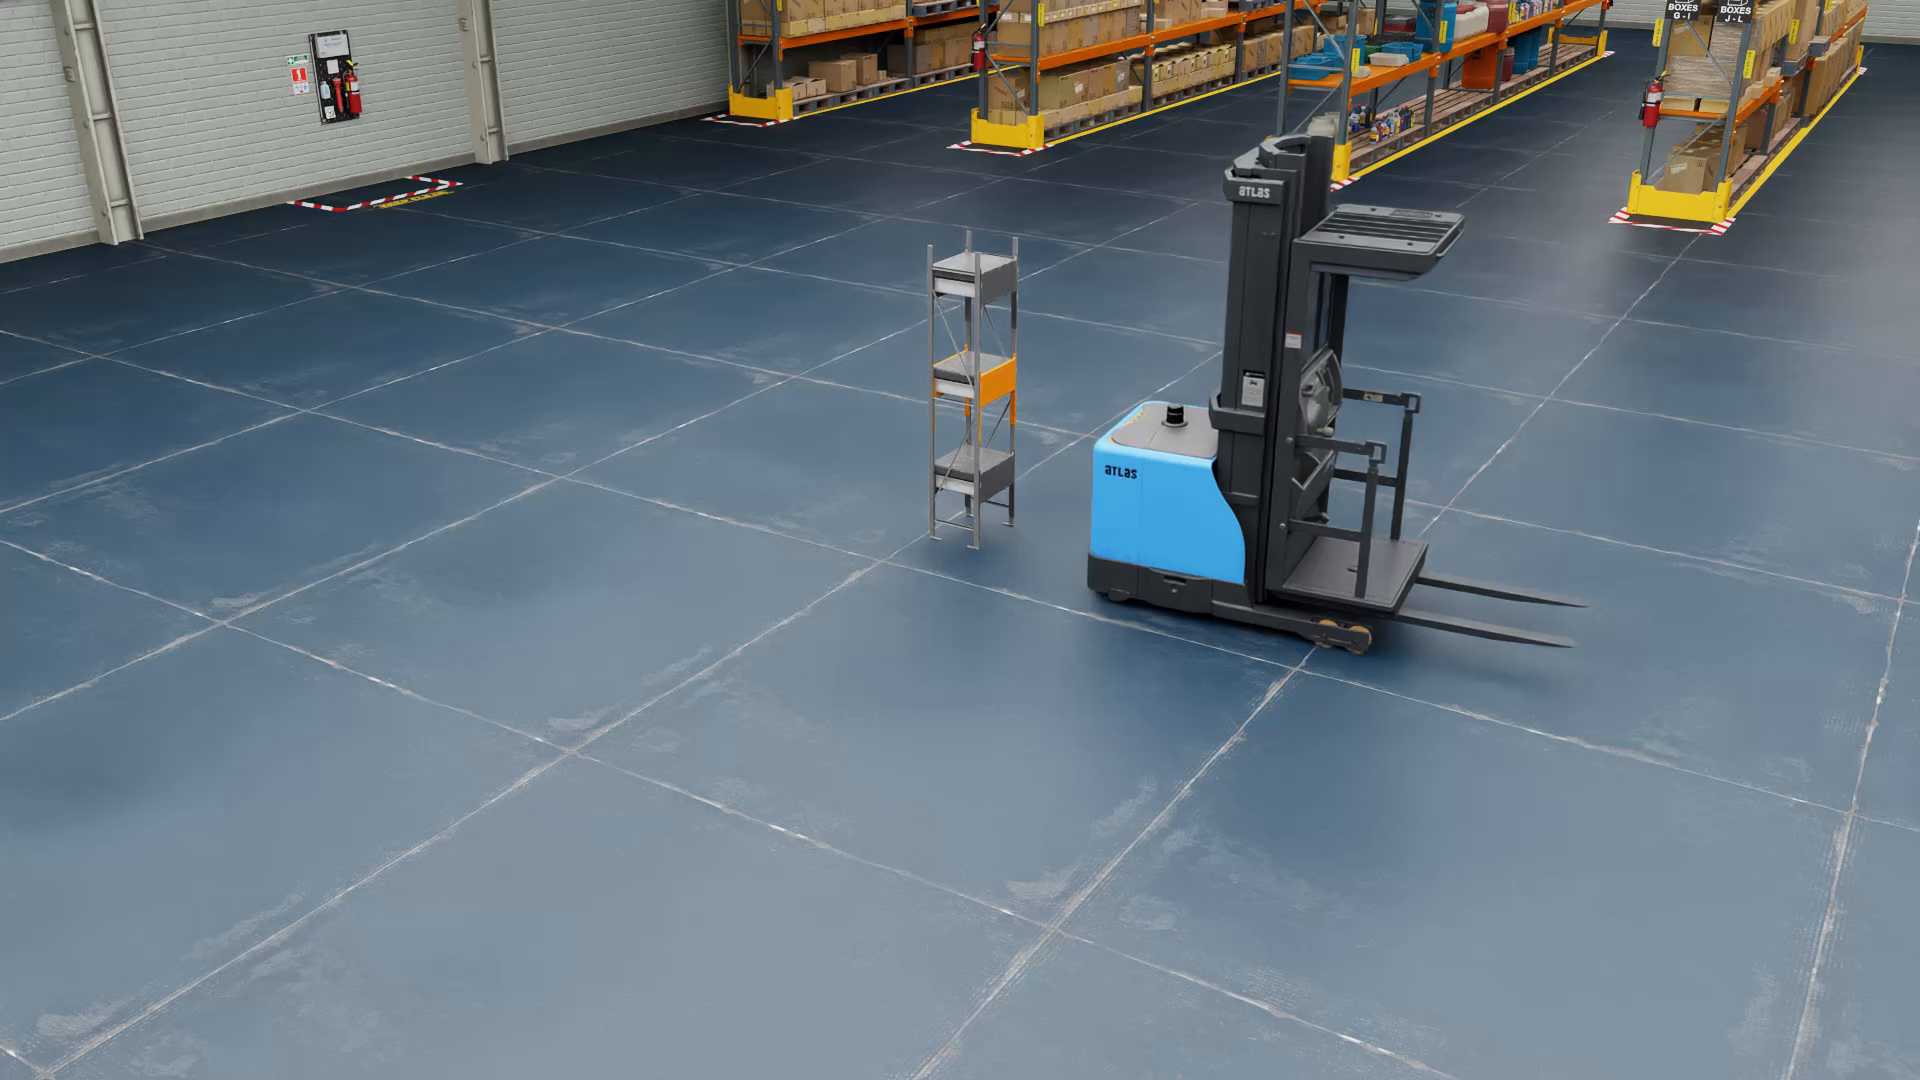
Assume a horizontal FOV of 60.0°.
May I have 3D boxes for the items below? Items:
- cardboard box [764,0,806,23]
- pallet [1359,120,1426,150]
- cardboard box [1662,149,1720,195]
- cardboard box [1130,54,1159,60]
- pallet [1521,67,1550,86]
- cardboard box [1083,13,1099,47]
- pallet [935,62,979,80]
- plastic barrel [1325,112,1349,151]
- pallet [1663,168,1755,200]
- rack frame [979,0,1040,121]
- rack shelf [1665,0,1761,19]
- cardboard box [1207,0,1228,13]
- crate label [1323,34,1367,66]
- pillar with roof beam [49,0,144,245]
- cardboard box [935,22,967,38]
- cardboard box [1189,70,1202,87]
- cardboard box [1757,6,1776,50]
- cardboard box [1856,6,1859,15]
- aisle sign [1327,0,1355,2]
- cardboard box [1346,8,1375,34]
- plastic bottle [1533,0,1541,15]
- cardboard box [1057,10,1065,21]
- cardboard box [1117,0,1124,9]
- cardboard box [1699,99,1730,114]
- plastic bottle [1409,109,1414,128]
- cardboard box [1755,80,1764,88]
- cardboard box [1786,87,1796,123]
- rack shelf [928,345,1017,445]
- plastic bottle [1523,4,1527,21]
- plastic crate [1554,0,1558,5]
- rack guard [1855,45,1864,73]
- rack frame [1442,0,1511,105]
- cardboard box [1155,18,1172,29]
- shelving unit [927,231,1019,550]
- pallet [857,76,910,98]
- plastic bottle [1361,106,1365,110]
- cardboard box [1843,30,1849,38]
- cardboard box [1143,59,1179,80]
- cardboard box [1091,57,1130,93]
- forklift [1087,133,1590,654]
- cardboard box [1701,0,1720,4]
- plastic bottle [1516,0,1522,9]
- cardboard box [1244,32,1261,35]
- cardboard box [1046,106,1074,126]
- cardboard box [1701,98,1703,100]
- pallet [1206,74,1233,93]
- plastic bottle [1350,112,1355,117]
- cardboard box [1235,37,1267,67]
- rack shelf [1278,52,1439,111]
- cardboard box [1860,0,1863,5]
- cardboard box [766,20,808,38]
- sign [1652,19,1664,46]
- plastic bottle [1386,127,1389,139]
[{"bbox_3d":[-2.950,-9.023,28.037,0.500,0.500,0.500,14,27,29],"label":"cardboard box"},{"bbox_3d":[6.680,-6.417,26.306,1.003,0.211,1.213,14,27,29],"label":"pallet"},{"bbox_3d":[9.511,-4.779,21.632,0.500,0.500,0.500,20,30,38],"label":"cardboard box"},{"bbox_3d":[3.368,-8.683,30.259,0.500,0.311,0.500,14,27,29],"label":"cardboard box"},{"bbox_3d":[10.847,-9.083,32.466,1.003,0.211,1.213,14,27,29],"label":"pallet"},{"bbox_3d":[1.825,-8.327,27.084,0.700,0.500,0.500,15,27,31],"label":"cardboard box"},{"bbox_3d":[-0.295,-9.387,33.168,1.003,0.211,1.213,14,27,29],"label":"pallet"},{"bbox_3d":[5.506,-6.023,24.489,0.421,0.512,0.421,0,23,0],"label":"plastic barrel"},{"bbox_3d":[10.311,-4.949,22.917,1.003,0.211,1.213,14,27,29],"label":"pallet"},{"bbox_3d":[0.754,-7.603,25.538,1.000,3.000,0.127,14,27,29],"label":"rack frame"},{"bbox_3d":[10.223,-7.248,21.846,1.077,0.370,4.000,14,27,29],"label":"rack shelf"},{"bbox_3d":[4.744,-10.149,31.530,0.500,0.311,0.500,16,28,32],"label":"cardboard box"},{"bbox_3d":[5.701,-7.258,24.696,0.502,0.435,0.616,14,27,29],"label":"crate label"},{"bbox_3d":[-6.495,-6.859,16.266,9.100,9.000,0.400,14,27,29],"label":"pillar with roof beam"},{"bbox_3d":[-0.193,-10.131,33.026,0.500,0.250,0.500,14,27,29],"label":"cardboard box"},{"bbox_3d":[4.098,-8.488,30.513,0.500,0.250,0.500,14,27,30],"label":"cardboard box"},{"bbox_3d":[10.221,-6.632,21.536,0.500,0.500,0.500,14,27,29],"label":"cardboard box"},{"bbox_3d":[16.757,-10.018,31.431,0.380,0.149,0.250,13,27,27],"label":"cardboard box"},{"bbox_3d":[5.171,-7.671,22.423,0.394,0.787,0.004,14,27,29],"label":"aisle sign"},{"bbox_3d":[9.116,-11.823,37.878,0.500,0.500,0.500,14,27,29],"label":"cardboard box"},{"bbox_3d":[10.827,-10.018,31.271,0.152,0.276,0.135,14,27,29],"label":"plastic bottle"},{"bbox_3d":[1.413,-8.208,25.992,0.380,0.149,0.250,14,27,29],"label":"cardboard box"},{"bbox_3d":[2.496,-8.900,27.590,0.380,0.149,0.250,14,27,29],"label":"cardboard box"},{"bbox_3d":[9.520,-5.457,20.896,0.380,0.149,0.250,14,27,29],"label":"cardboard box"},{"bbox_3d":[7.096,-6.638,26.173,0.061,0.283,0.133,15,28,32],"label":"plastic bottle"},{"bbox_3d":[10.610,-6.124,22.436,0.380,0.149,0.250,14,27,29],"label":"cardboard box"},{"bbox_3d":[13.051,-7.051,26.854,0.700,0.500,0.500,12,26,26],"label":"cardboard box"},{"bbox_3d":[0.087,-1.007,11.467,0.431,0.518,0.480,14,27,29],"label":"rack shelf"},{"bbox_3d":[10.331,-9.669,30.457,0.061,0.283,0.133,14,27,29],"label":"plastic bottle"},{"bbox_3d":[11.657,-10.648,32.827,0.396,0.136,0.243,14,27,29],"label":"plastic crate"},{"bbox_3d":[17.620,-9.787,33.729,1.175,0.500,0.348,14,27,29],"label":"rack guard"},{"bbox_3d":[9.180,-9.264,29.374,1.000,3.000,0.127,14,27,29],"label":"rack frame"},{"bbox_3d":[3.505,-9.094,29.298,0.380,0.149,0.250,14,27,29],"label":"cardboard box"},{"bbox_3d":[0.087,-1.019,11.462,0.431,2.100,0.503,14,27,29],"label":"shelving unit"},{"bbox_3d":[-1.671,-8.477,31.065,1.003,0.211,1.213,14,27,29],"label":"pallet"},{"bbox_3d":[6.382,-6.736,26.408,0.152,0.276,0.135,15,28,31],"label":"plastic bottle"},{"bbox_3d":[15.914,-9.000,30.910,0.875,0.875,0.875,14,27,29],"label":"cardboard box"},{"bbox_3d":[3.562,-8.397,29.597,0.500,0.311,0.500,14,27,28],"label":"cardboard box"},{"bbox_3d":[2.531,-7.860,28.119,0.500,0.500,0.500,14,27,29],"label":"cardboard box"},{"bbox_3d":[2.388,-0.892,10.120,3.031,2.935,1.130,11,26,23],"label":"forklift"},{"bbox_3d":[10.043,-6.910,22.178,0.500,0.500,0.500,14,27,29],"label":"cardboard box"},{"bbox_3d":[10.302,-9.828,30.738,0.144,0.351,0.185,14,27,29],"label":"plastic bottle"},{"bbox_3d":[5.812,-10.076,33.843,0.500,0.500,0.500,13,26,27],"label":"cardboard box"},{"bbox_3d":[1.486,-6.838,26.703,0.500,0.250,0.500,14,27,29],"label":"cardboard box"},{"bbox_3d":[9.508,-5.811,21.714,0.380,0.149,0.250,14,27,29],"label":"cardboard box"},{"bbox_3d":[4.506,-8.754,31.706,1.003,0.211,1.213,14,27,29],"label":"pallet"},{"bbox_3d":[6.146,-6.557,26.002,0.097,0.271,0.097,0,23,0],"label":"plastic bottle"},{"bbox_3d":[5.728,-9.630,32.812,0.500,0.500,0.500,13,27,27],"label":"cardboard box"},{"bbox_3d":[6.015,-6.909,24.840,1.077,0.370,4.000,14,27,29],"label":"rack shelf"},{"bbox_3d":[17.041,-10.432,31.886,0.500,0.250,0.500,13,27,27],"label":"cardboard box"},{"bbox_3d":[-2.930,-8.679,28.186,0.500,0.250,0.500,13,27,27],"label":"cardboard box"},{"bbox_3d":[8.707,-6.326,20.731,0.100,0.325,0.005,14,27,29],"label":"sign"},{"bbox_3d":[6.467,-6.211,25.291,0.097,0.201,0.097,0,23,0],"label":"plastic bottle"}]
